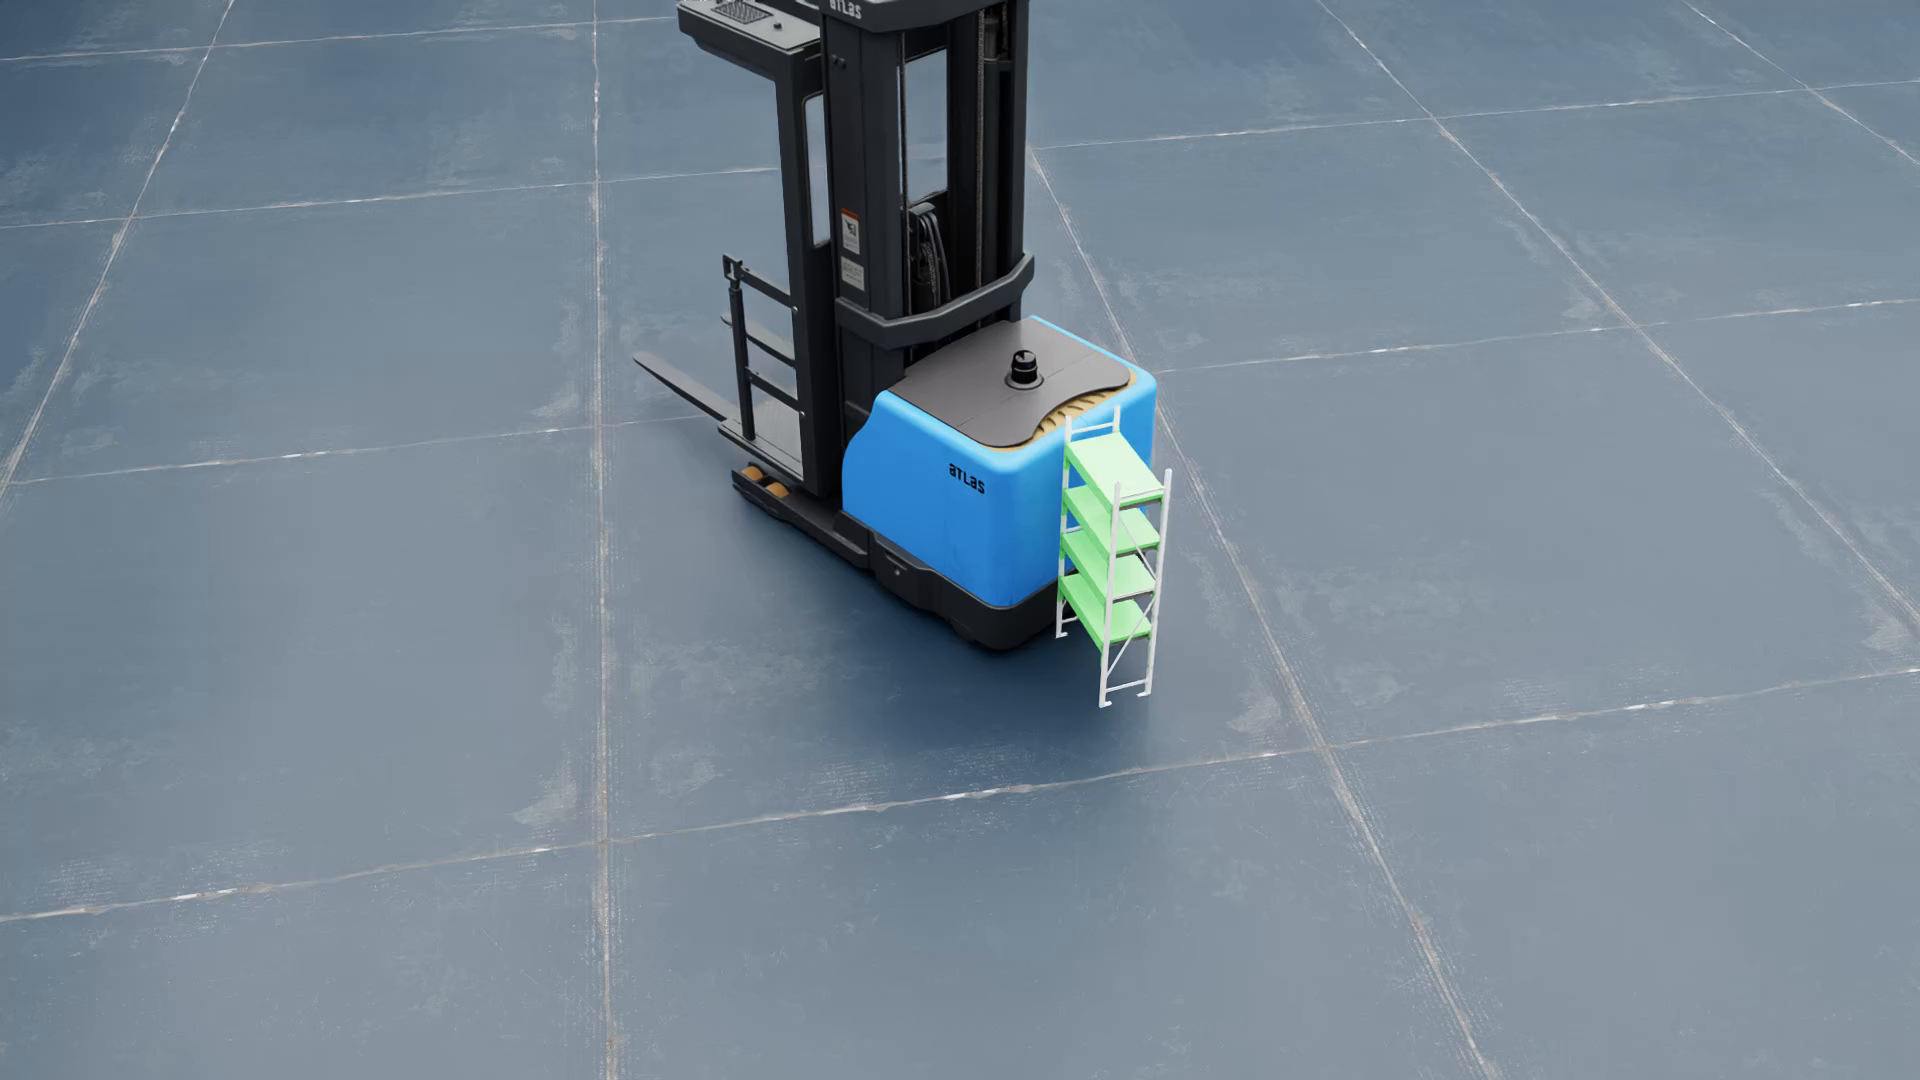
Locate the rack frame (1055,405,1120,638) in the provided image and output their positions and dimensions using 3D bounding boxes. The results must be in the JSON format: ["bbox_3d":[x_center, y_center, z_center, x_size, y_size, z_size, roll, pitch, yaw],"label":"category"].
[{"bbox_3d":[0.551,-0.058,7.246,0.240,1.200,0.015,-13,40,-16],"label":"rack frame"}]

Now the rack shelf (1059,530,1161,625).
[{"bbox_3d":[0.635,0.133,7.104,0.258,0.148,0.480,-13,40,-16],"label":"rack shelf"}]

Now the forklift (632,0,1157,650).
[{"bbox_3d":[-0.501,-1.473,7.657,1.130,2.935,3.031,-31,47,-33],"label":"forklift"}]

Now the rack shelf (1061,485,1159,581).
[{"bbox_3d":[0.635,-0.056,6.957,0.258,0.148,0.480,-13,40,-16],"label":"rack shelf"}]

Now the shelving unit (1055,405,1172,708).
[{"bbox_3d":[0.635,0.083,7.065,0.258,1.200,0.503,-13,40,-16],"label":"shelving unit"}]

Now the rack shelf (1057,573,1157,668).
[{"bbox_3d":[0.635,0.323,7.252,0.258,0.148,0.480,-13,40,-16],"label":"rack shelf"}]

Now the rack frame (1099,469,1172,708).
[{"bbox_3d":[0.719,0.224,6.884,0.240,1.200,0.015,-13,40,-16],"label":"rack frame"}]

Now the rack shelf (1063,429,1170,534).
[{"bbox_3d":[0.635,-0.246,6.810,0.258,0.148,0.480,-13,40,-16],"label":"rack shelf"}]
